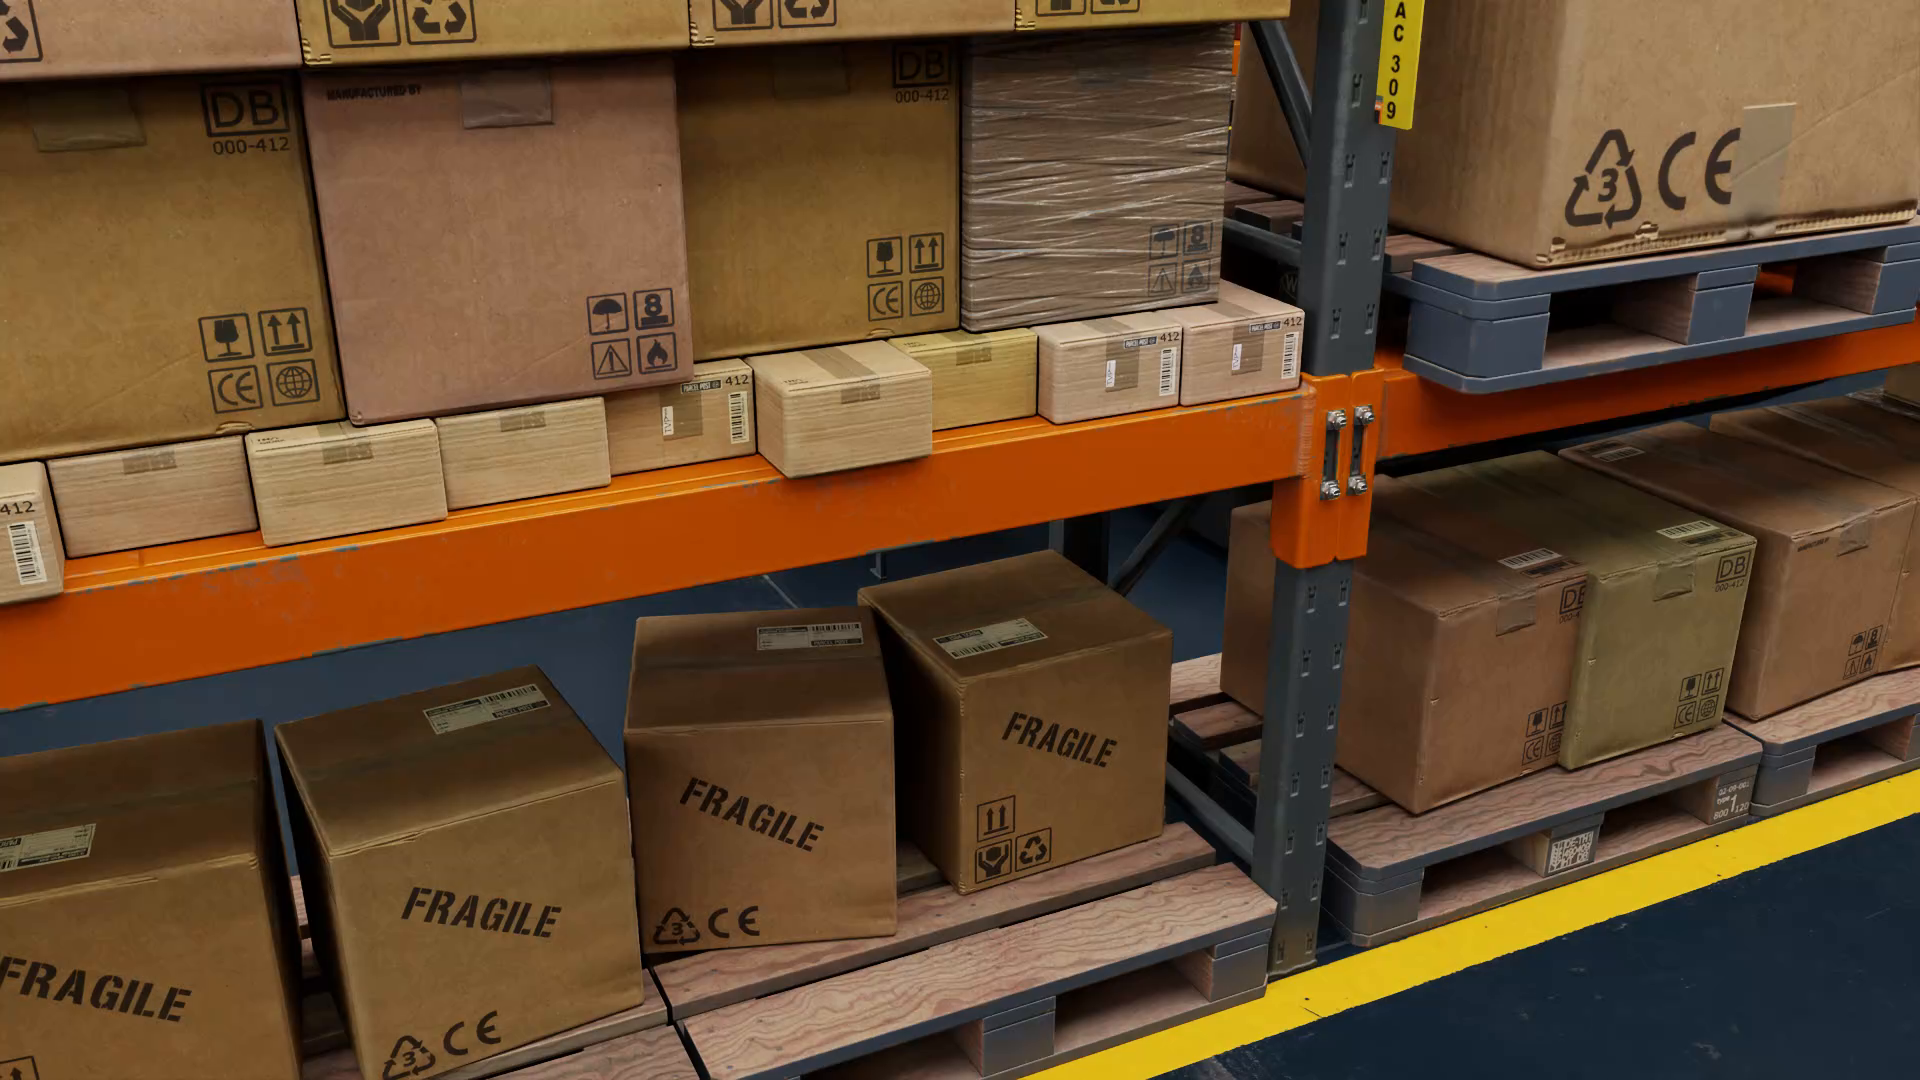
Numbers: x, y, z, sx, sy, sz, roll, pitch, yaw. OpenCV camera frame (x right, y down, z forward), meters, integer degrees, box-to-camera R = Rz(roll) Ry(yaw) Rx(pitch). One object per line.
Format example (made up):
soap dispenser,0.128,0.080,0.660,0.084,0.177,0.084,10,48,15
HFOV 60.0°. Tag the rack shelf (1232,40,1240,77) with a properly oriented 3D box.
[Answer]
rack shelf,0.141,-2.343,8.430,4.000,0.370,1.077,-10,25,-24

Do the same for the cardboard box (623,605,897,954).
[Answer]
cardboard box,-0.403,0.474,3.402,0.500,0.500,0.500,-3,23,-7

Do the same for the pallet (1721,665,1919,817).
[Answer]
pallet,2.289,0.318,4.706,1.213,0.211,1.003,-10,25,-24

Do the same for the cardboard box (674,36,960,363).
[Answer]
cardboard box,-0.411,-0.697,2.991,0.500,0.500,0.875,-10,25,-24

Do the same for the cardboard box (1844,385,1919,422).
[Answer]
cardboard box,3.002,-0.135,4.846,0.500,0.500,0.700,-13,26,-28

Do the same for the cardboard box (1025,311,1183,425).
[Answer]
cardboard box,0.192,-0.346,2.992,0.250,0.149,0.380,-10,25,-24

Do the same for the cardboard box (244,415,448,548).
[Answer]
cardboard box,-0.937,-0.140,2.496,0.250,0.149,0.380,-10,25,-24

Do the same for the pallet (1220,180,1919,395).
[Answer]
pallet,1.239,-0.625,3.589,1.213,0.211,1.003,-10,25,-24

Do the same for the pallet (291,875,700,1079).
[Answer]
pallet,-1.203,0.979,3.110,1.213,0.211,1.003,-10,25,-24

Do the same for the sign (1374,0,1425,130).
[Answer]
sign,0.730,-0.851,2.753,0.005,0.325,0.100,-10,25,-24

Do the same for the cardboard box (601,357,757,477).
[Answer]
cardboard box,-0.519,-0.249,2.759,0.250,0.149,0.380,-10,25,-24

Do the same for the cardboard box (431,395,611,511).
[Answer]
cardboard box,-0.727,-0.194,2.625,0.250,0.149,0.380,-10,25,-24

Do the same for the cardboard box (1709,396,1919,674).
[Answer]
cardboard box,2.494,-0.038,4.613,0.500,0.500,0.700,-8,24,-19

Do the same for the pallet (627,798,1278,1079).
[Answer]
pallet,-0.102,0.775,3.602,1.213,0.211,1.003,-10,25,-24

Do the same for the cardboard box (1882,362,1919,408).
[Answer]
cardboard box,3.027,-0.482,4.706,0.500,0.250,0.500,-8,24,-18

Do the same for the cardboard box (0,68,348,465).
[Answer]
cardboard box,-1.286,-0.510,2.541,0.500,0.500,0.875,-10,25,-24

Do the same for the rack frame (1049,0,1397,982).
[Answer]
rack frame,0.487,-0.637,3.367,0.127,3.000,1.000,-10,25,-24

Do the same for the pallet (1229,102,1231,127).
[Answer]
pallet,1.585,-3.738,14.506,1.213,0.211,1.003,-10,25,-24

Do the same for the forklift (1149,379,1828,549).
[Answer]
forklift,2.029,-1.670,5.952,3.031,2.935,1.130,-11,25,-24

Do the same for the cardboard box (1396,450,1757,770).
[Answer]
cardboard box,1.488,0.147,4.165,0.500,0.500,0.700,-11,25,-24

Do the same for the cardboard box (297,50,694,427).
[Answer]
cardboard box,-0.818,-0.579,2.707,0.500,0.500,0.875,-10,25,-24

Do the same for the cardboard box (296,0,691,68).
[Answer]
cardboard box,-0.700,-0.947,2.290,0.500,0.500,0.500,-10,25,-24

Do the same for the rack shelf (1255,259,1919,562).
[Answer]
rack shelf,2.289,-0.637,4.306,4.000,0.370,1.077,-10,25,-24

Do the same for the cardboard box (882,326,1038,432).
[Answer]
cardboard box,-0.060,-0.325,2.942,0.250,0.149,0.380,-10,25,-24

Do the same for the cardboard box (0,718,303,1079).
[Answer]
cardboard box,-1.451,0.681,2.902,0.500,0.500,0.500,-8,24,-19

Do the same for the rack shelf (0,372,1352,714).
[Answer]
rack shelf,-1.315,0.027,2.703,4.000,0.370,1.077,-10,25,-24

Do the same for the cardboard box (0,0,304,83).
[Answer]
cardboard box,-1.152,-0.866,2.092,0.500,0.500,0.500,-10,25,-24

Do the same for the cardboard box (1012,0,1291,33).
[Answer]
cardboard box,0.201,-1.113,2.691,0.500,0.500,0.500,-10,25,-24

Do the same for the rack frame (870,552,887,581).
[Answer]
rack frame,-0.336,-0.631,5.314,0.023,1.500,0.400,-10,25,-24

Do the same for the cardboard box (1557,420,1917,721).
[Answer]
cardboard box,1.992,0.055,4.389,0.500,0.500,0.700,-13,26,-28

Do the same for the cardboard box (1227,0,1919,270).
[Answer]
cardboard box,1.264,-1.192,3.374,1.000,1.000,1.000,-10,25,-23

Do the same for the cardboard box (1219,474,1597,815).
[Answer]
cardboard box,1.050,0.220,3.989,0.500,0.500,0.700,-13,26,-28

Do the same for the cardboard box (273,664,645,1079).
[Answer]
cardboard box,-0.929,0.604,3.088,0.500,0.500,0.500,-13,26,-28

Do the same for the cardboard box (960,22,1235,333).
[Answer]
cardboard box,0.055,-0.767,3.162,0.500,0.500,0.875,-10,25,-24

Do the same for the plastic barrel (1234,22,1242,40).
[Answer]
plastic barrel,1.657,-2.889,8.630,0.708,0.536,0.600,-10,25,-24

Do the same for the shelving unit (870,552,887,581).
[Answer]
shelving unit,-0.006,-0.692,5.460,0.755,1.500,0.431,-10,25,-24

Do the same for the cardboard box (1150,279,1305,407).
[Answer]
cardboard box,0.421,-0.384,3.084,0.250,0.149,0.380,-10,25,-24

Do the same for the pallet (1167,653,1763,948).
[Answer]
pallet,1.188,0.522,4.214,1.213,0.211,1.003,-10,25,-24

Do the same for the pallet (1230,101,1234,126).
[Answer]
pallet,2.686,-3.942,14.998,1.213,0.211,1.003,-10,25,-24

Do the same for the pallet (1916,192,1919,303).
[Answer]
pallet,2.326,-0.870,4.180,1.213,0.211,1.003,-10,25,-24

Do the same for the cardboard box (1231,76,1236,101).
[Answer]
cardboard box,2.181,-4.084,14.388,0.500,0.500,0.500,-10,25,-23

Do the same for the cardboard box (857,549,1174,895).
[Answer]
cardboard box,0.110,0.376,3.638,0.500,0.500,0.500,-11,25,-25

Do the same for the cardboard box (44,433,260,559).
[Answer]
cardboard box,-1.195,-0.125,2.459,0.250,0.149,0.380,-10,25,-24

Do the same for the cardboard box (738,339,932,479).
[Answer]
cardboard box,-0.237,-0.245,2.749,0.250,0.149,0.380,-10,25,-24

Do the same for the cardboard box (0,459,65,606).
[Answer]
cardboard box,-1.363,-0.038,2.249,0.250,0.149,0.380,-10,25,-24

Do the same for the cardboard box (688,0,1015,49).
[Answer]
cardboard box,-0.249,-1.030,2.489,0.500,0.500,0.500,-10,25,-24
